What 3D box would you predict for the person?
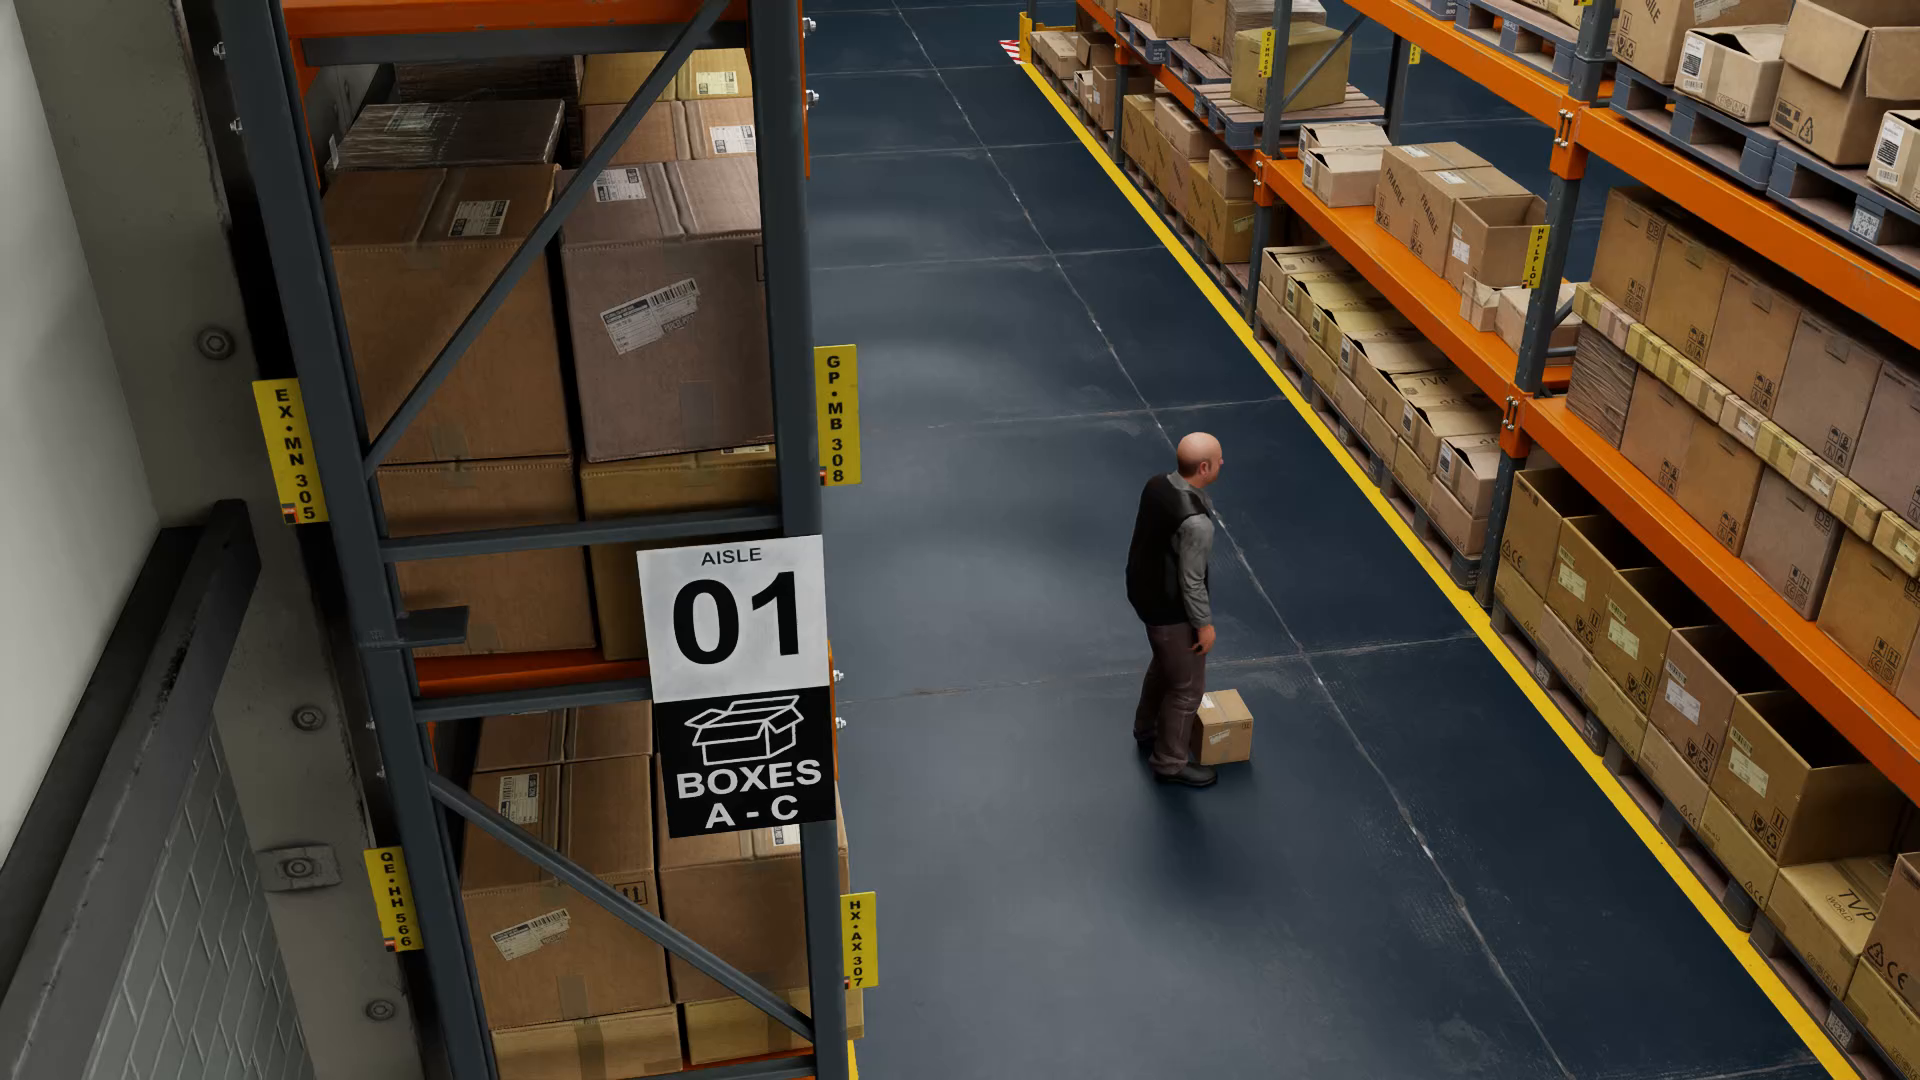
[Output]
[{"bbox_3d":[0.979,0.349,7.668,0.414,1.619,0.580,-5,31,-9],"label":"person"}]
